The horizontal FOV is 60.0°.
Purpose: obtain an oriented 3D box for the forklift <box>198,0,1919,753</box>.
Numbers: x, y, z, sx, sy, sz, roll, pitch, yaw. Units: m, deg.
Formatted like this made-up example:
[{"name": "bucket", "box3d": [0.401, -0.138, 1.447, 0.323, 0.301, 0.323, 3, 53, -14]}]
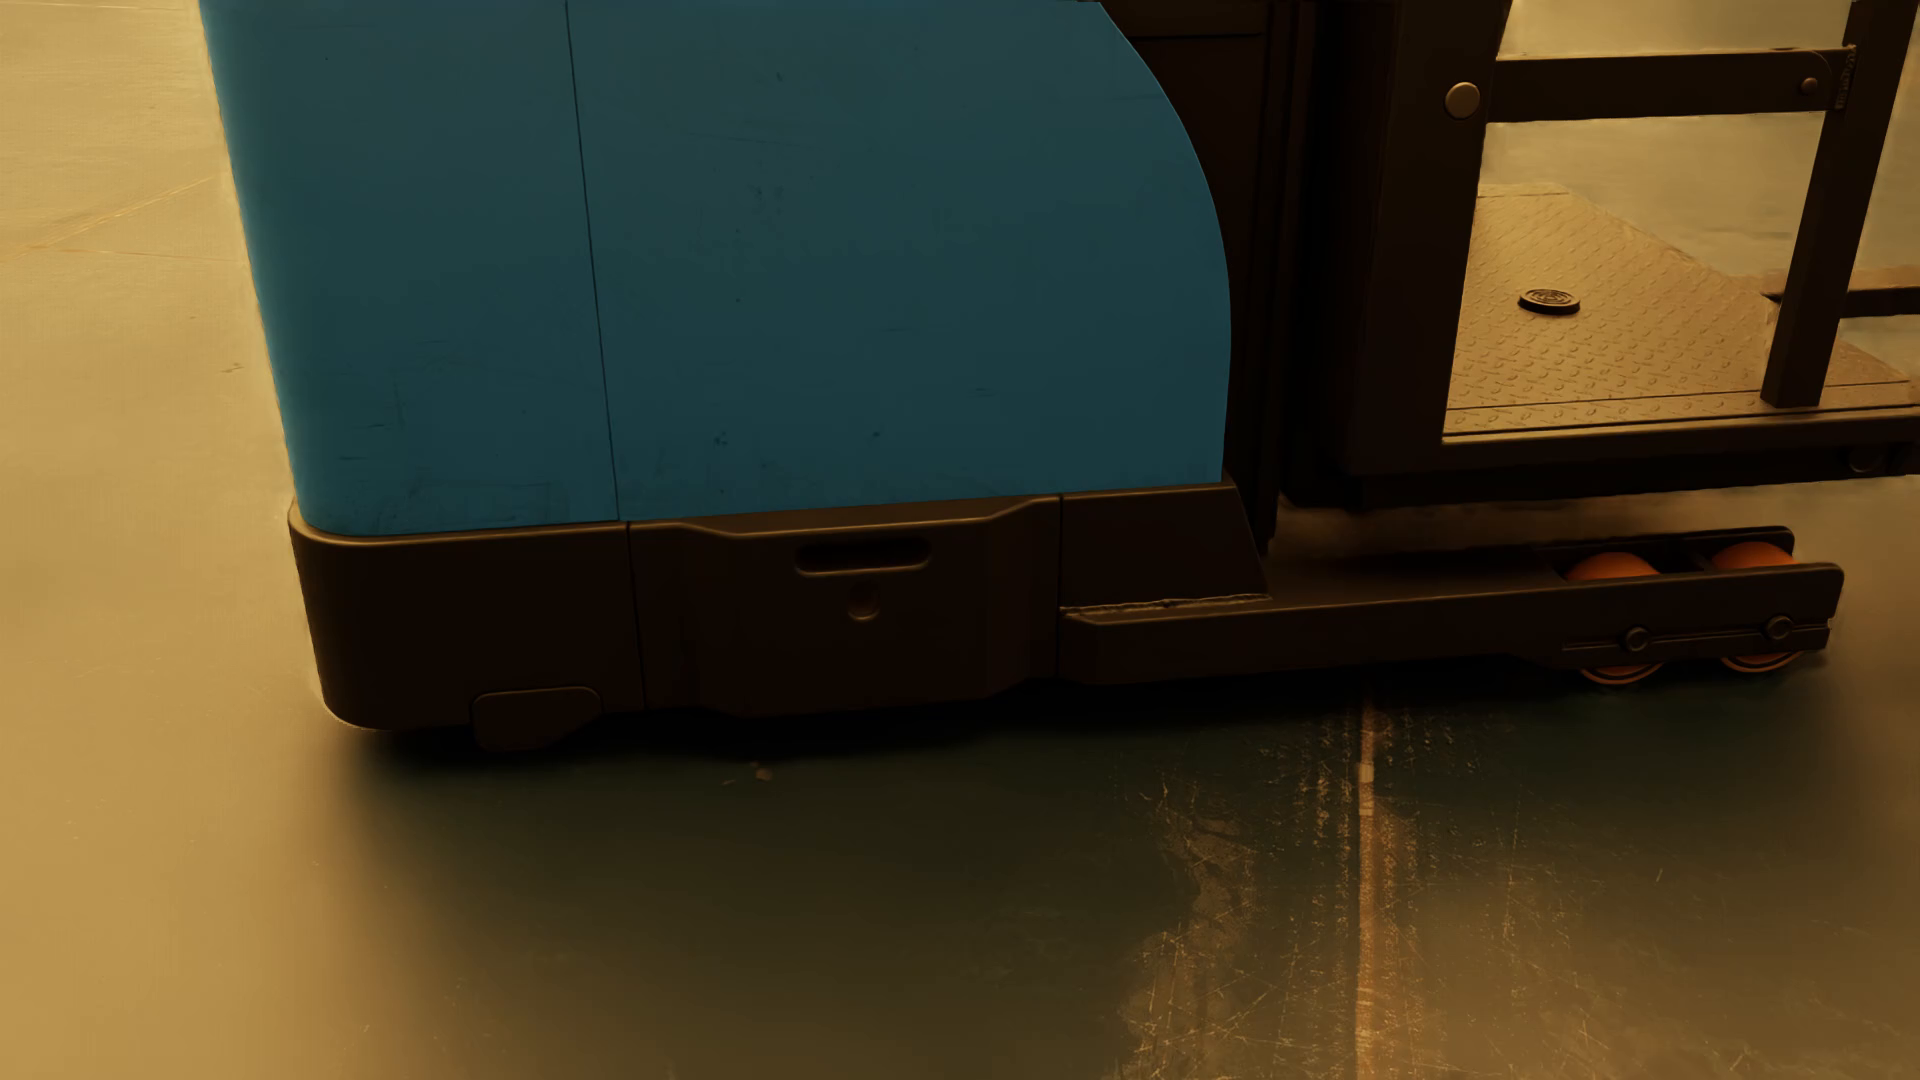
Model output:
[{"name": "forklift", "box3d": [0.676, -1.355, 1.933, 3.031, 2.935, 1.130, -4, 27, -8]}]
